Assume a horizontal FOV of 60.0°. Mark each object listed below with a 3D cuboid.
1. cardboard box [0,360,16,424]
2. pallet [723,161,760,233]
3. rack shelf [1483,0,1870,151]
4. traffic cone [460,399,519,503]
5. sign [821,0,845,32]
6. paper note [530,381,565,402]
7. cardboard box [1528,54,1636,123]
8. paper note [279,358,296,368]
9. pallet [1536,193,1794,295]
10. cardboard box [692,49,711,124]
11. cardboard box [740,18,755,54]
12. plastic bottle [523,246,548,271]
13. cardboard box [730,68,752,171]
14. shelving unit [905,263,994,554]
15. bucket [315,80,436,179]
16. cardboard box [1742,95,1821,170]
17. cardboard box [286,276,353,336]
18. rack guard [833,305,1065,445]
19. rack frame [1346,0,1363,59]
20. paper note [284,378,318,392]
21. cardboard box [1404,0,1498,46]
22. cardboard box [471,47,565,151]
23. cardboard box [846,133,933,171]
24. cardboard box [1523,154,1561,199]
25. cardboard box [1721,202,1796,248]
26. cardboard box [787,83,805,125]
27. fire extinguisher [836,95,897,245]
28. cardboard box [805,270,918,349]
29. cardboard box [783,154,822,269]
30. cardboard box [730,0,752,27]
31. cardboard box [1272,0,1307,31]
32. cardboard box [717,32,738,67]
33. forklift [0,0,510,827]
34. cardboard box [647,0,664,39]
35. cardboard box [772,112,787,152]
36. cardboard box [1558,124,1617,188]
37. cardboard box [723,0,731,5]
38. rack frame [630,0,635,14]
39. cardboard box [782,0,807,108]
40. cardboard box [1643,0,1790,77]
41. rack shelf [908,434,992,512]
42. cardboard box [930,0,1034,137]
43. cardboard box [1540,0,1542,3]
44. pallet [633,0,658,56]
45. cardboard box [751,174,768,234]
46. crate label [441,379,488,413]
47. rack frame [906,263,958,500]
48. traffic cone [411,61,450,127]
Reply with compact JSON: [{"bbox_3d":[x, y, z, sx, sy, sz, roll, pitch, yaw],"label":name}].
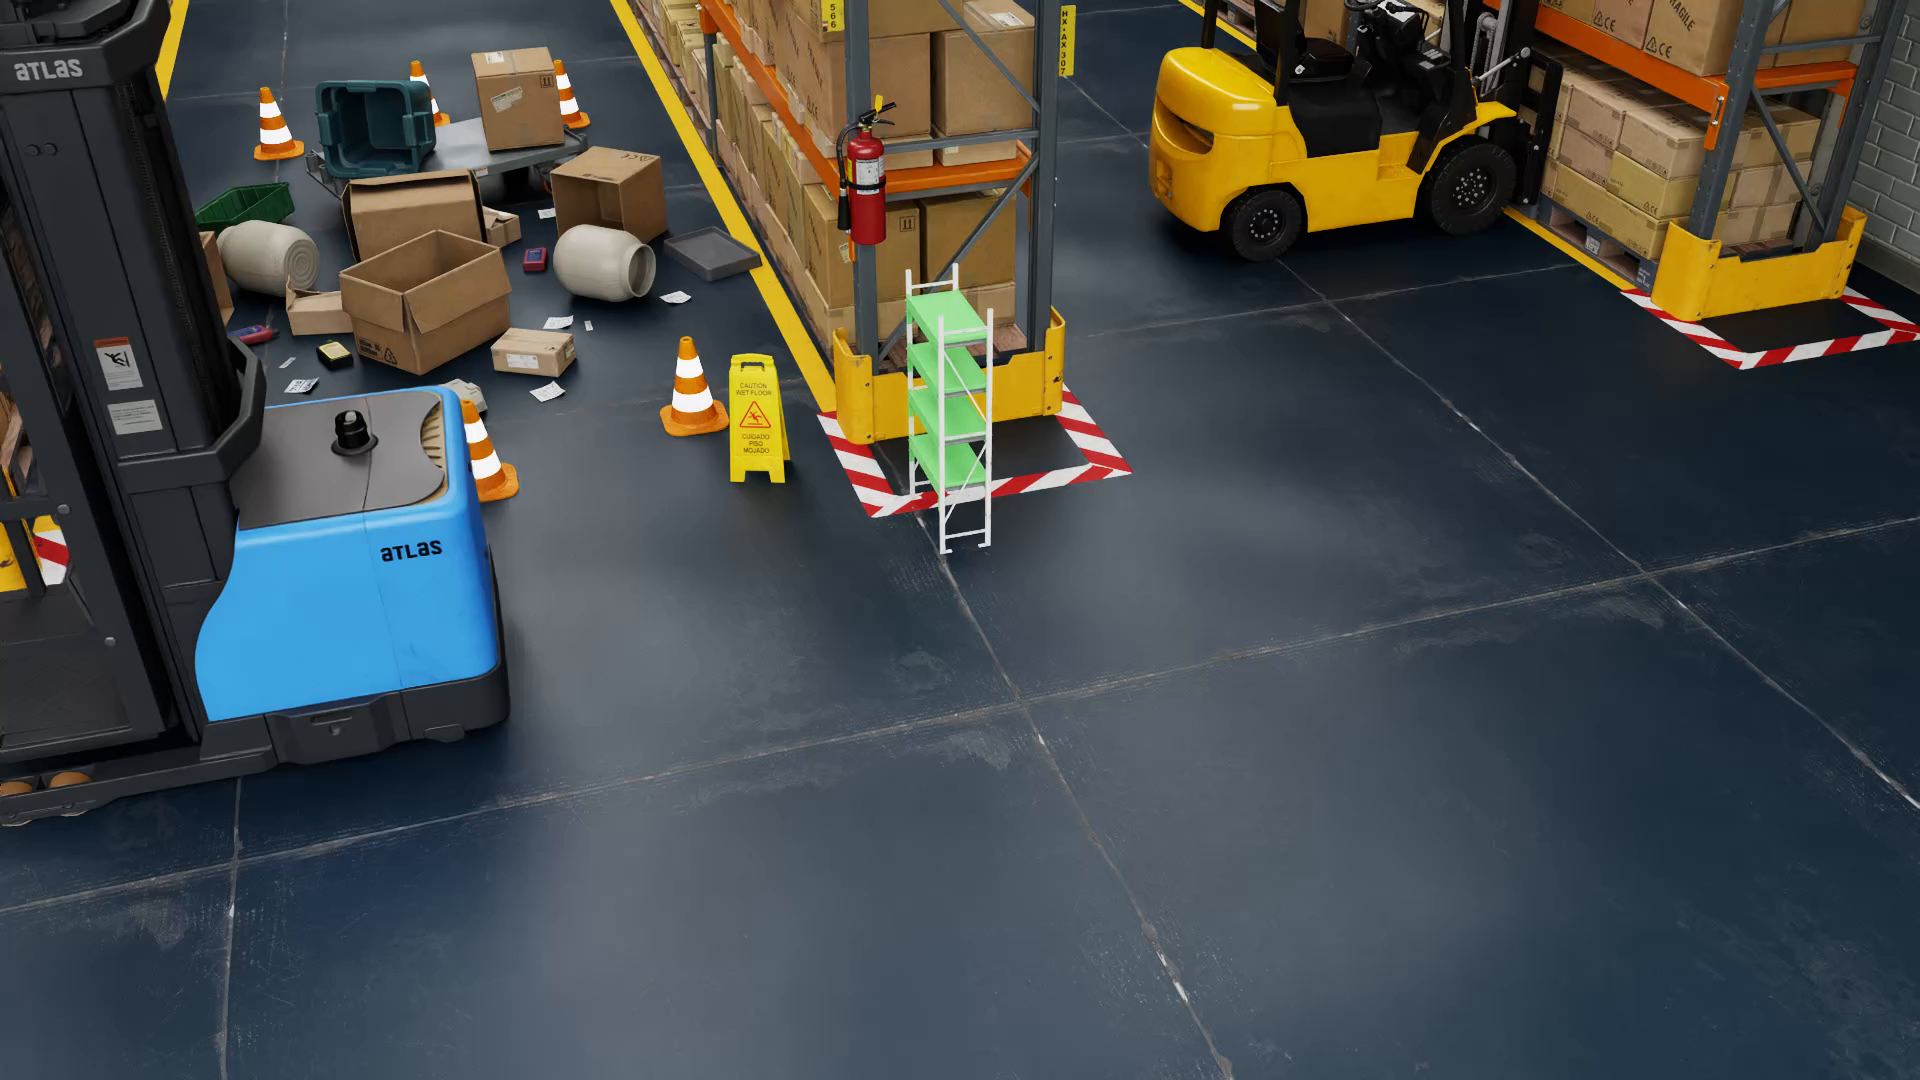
[{"bbox_3d":[-5.253,-1.087,8.221,0.875,0.875,0.875,-11,35,-15],"label":"cardboard box"},{"bbox_3d":[-1.011,-2.468,11.293,1.003,0.211,1.213,-10,35,-15],"label":"pallet"},{"bbox_3d":[4.086,-3.464,10.924,1.077,0.370,4.000,-10,35,-15],"label":"rack shelf"},{"bbox_3d":[-2.343,-0.463,8.031,0.336,0.463,0.334,-10,35,-15],"label":"traffic cone"},{"bbox_3d":[-0.564,-2.410,7.339,0.100,0.325,0.005,-10,35,-15],"label":"sign"},{"bbox_3d":[-2.214,-0.801,8.934,0.148,0.019,0.142,-23,40,-31],"label":"paper note"},{"bbox_3d":[3.934,-2.879,10.593,0.500,0.250,0.500,-10,35,-14],"label":"cardboard box"},{"bbox_3d":[-3.732,-0.984,9.230,0.032,0.001,0.123,7,34,10],"label":"paper note"},{"bbox_3d":[4.423,-1.945,10.503,1.003,0.211,1.213,-10,35,-15],"label":"pallet"},{"bbox_3d":[-1.412,-3.332,12.074,0.950,0.372,0.625,-10,35,-14],"label":"cardboard box"},{"bbox_3d":[-1.078,-2.980,9.767,0.380,0.149,0.250,-10,35,-15],"label":"cardboard box"},{"bbox_3d":[-2.642,-1.759,10.356,0.133,0.061,0.283,-4,34,-6],"label":"plastic bottle"},{"bbox_3d":[-1.152,-2.684,10.525,0.500,0.500,0.500,-9,34,-13],"label":"cardboard box"},{"bbox_3d":[-0.050,-0.587,7.551,0.258,1.200,0.503,-10,35,-15],"label":"shelving unit"},{"bbox_3d":[-3.696,-2.677,10.671,0.726,0.611,0.620,1,23,2],"label":"bucket"},{"bbox_3d":[4.730,-2.444,9.934,0.500,0.250,0.500,-11,35,-15],"label":"cardboard box"},{"bbox_3d":[-3.655,-1.359,9.566,0.396,0.266,0.258,-4,34,-6],"label":"cardboard box"},{"bbox_3d":[-0.053,-0.875,8.620,1.175,0.500,0.348,-10,35,-15],"label":"rack guard"},{"bbox_3d":[3.476,-4.814,12.315,1.000,3.000,0.127,-10,35,-15],"label":"rack frame"},{"bbox_3d":[-3.562,-0.840,8.995,0.144,0.017,0.142,1,33,2],"label":"paper note"},{"bbox_3d":[3.471,-3.683,11.809,0.500,0.250,0.500,-10,35,-15],"label":"cardboard box"},{"bbox_3d":[-2.936,-2.936,11.052,0.500,0.500,0.500,-10,35,-15],"label":"cardboard box"},{"bbox_3d":[-0.347,-1.933,8.183,0.380,0.149,0.250,-9,34,-13],"label":"cardboard box"},{"bbox_3d":[3.966,-2.463,10.869,0.500,0.250,0.500,-10,35,-14],"label":"cardboard box"},{"bbox_3d":[4.733,-2.033,10.219,0.500,0.250,0.500,-10,35,-15],"label":"cardboard box"},{"bbox_3d":[-0.695,-2.316,8.762,0.380,0.149,0.250,-9,35,-14],"label":"cardboard box"},{"bbox_3d":[-0.434,-1.708,7.684,0.296,0.674,0.183,-10,35,-15],"label":"fire extinguisher"},{"bbox_3d":[-0.540,-1.297,9.106,0.500,0.250,0.500,-10,35,-15],"label":"cardboard box"},{"bbox_3d":[-0.685,-1.869,9.290,0.500,0.500,0.500,-9,34,-13],"label":"cardboard box"},{"bbox_3d":[-1.065,-3.340,9.724,0.500,0.500,0.500,-10,35,-15],"label":"cardboard box"},{"bbox_3d":[3.077,-4.680,13.884,0.875,0.625,0.625,-10,35,-15],"label":"cardboard box"},{"bbox_3d":[-1.346,-3.158,10.654,0.380,0.149,0.250,-10,35,-14],"label":"cardboard box"},{"bbox_3d":[-3.361,-0.489,5.832,3.031,2.935,1.130,-9,35,-14],"label":"forklift"},{"bbox_3d":[-2.074,-4.472,13.800,0.950,0.372,0.625,-11,35,-16],"label":"cardboard box"},{"bbox_3d":[-0.851,-2.319,9.383,0.380,0.149,0.250,-9,34,-13],"label":"cardboard box"},{"bbox_3d":[4.108,-2.419,10.350,0.500,0.250,0.500,-10,35,-15],"label":"cardboard box"},{"bbox_3d":[-1.333,-3.530,10.599,0.380,0.149,0.250,-9,35,-13],"label":"cardboard box"},{"bbox_3d":[-2.470,-6.078,14.227,1.000,3.000,0.127,-10,35,-15],"label":"rack frame"},{"bbox_3d":[-0.606,-2.546,8.521,0.500,0.500,0.500,-10,35,-15],"label":"cardboard box"},{"bbox_3d":[4.296,-2.970,9.434,0.500,0.500,0.500,-11,35,-16],"label":"cardboard box"},{"bbox_3d":[-0.050,-0.334,7.718,0.258,0.148,0.480,-10,35,-15],"label":"rack shelf"},{"bbox_3d":[0.090,-2.339,8.208,0.500,0.500,0.500,-11,35,-15],"label":"cardboard box"},{"bbox_3d":[3.826,-3.775,10.652,0.500,0.500,0.500,-10,35,-14],"label":"cardboard box"},{"bbox_3d":[-2.233,-4.504,14.375,1.003,0.211,1.213,-10,35,-15],"label":"pallet"},{"bbox_3d":[-0.989,-2.094,10.312,0.500,0.250,0.500,-10,35,-15],"label":"cardboard box"},{"bbox_3d":[-2.642,-0.729,8.730,0.298,0.136,0.250,27,42,34],"label":"crate label"},{"bbox_3d":[-0.125,-0.716,7.744,0.240,1.200,0.015,-10,35,-15],"label":"rack frame"},{"bbox_3d":[-4.002,-3.319,12.353,0.336,0.463,0.334,-10,35,-15],"label":"traffic cone"}]
